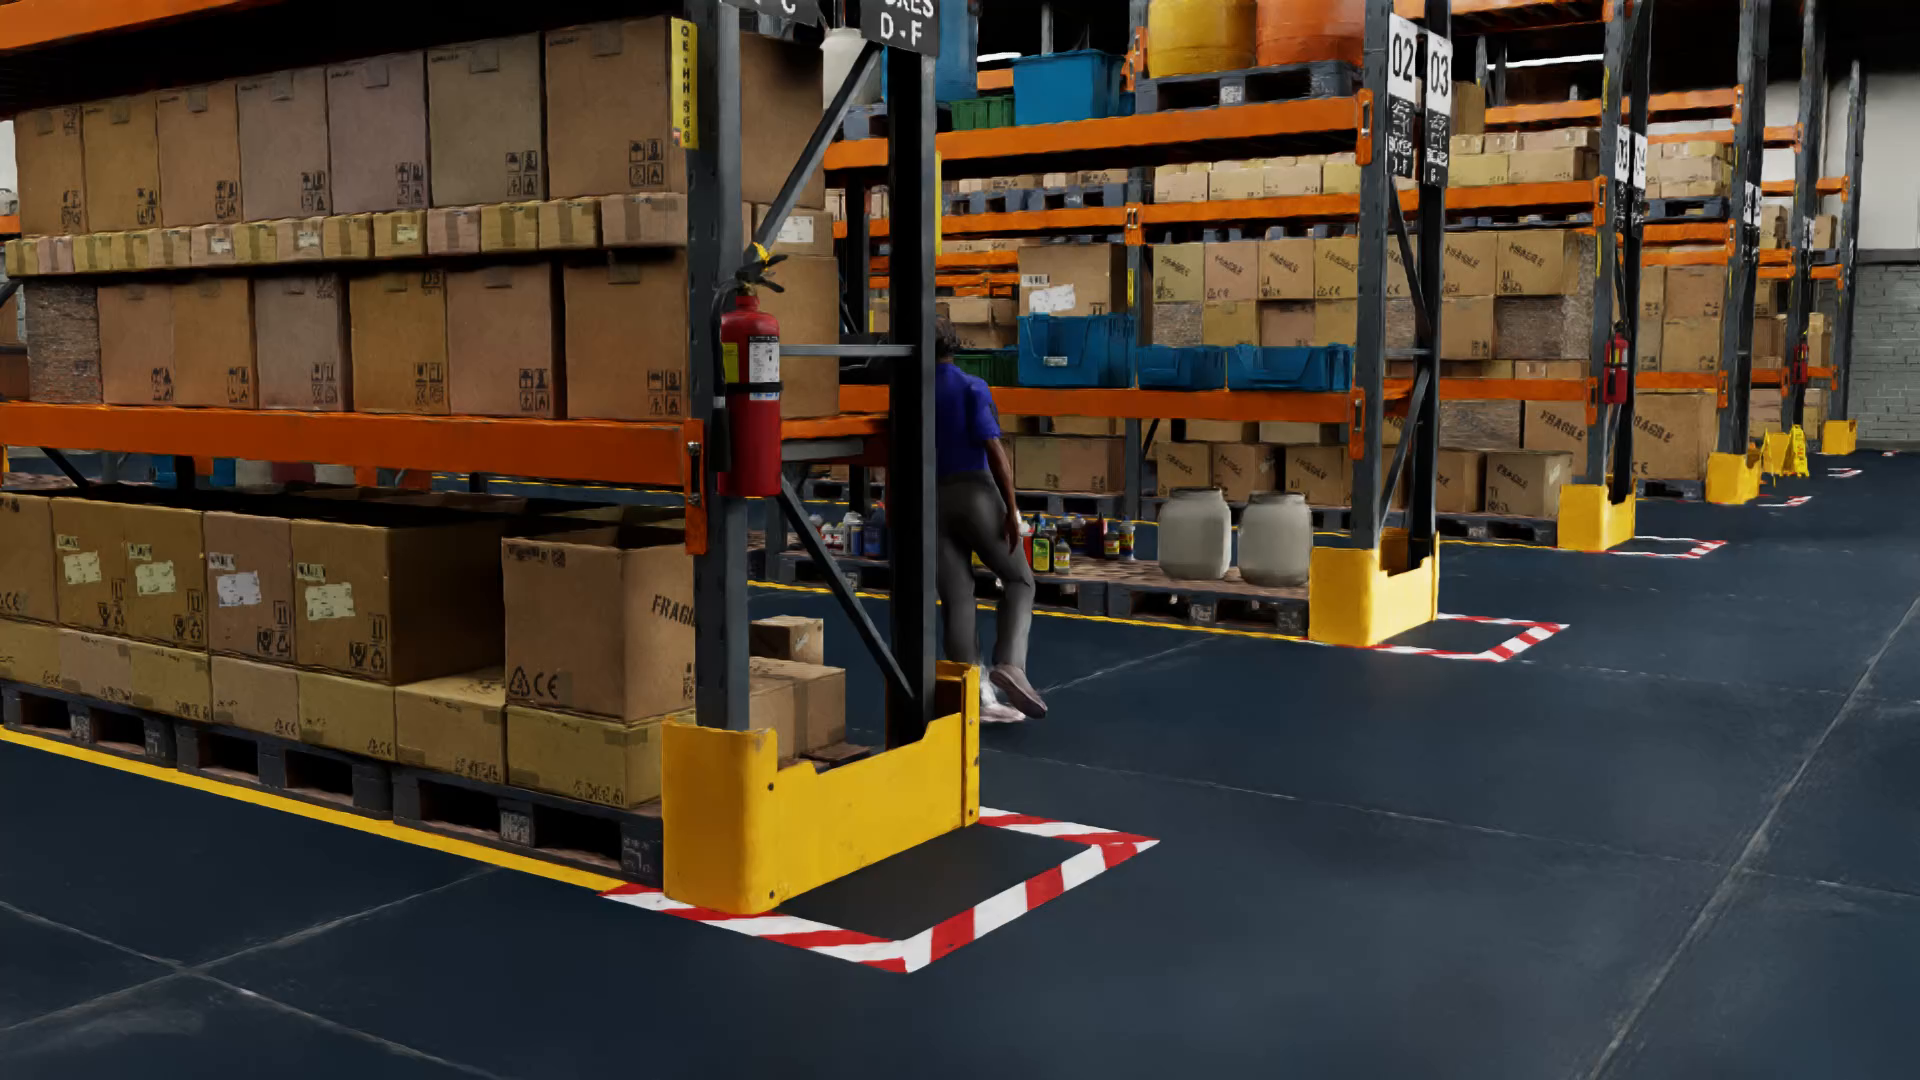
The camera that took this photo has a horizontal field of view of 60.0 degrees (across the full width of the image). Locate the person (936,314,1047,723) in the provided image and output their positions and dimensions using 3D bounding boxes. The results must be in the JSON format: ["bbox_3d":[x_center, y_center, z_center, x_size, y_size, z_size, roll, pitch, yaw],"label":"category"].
[{"bbox_3d":[0.075,-0.081,6.687,0.664,1.650,0.427,3,7,26],"label":"person"}]
